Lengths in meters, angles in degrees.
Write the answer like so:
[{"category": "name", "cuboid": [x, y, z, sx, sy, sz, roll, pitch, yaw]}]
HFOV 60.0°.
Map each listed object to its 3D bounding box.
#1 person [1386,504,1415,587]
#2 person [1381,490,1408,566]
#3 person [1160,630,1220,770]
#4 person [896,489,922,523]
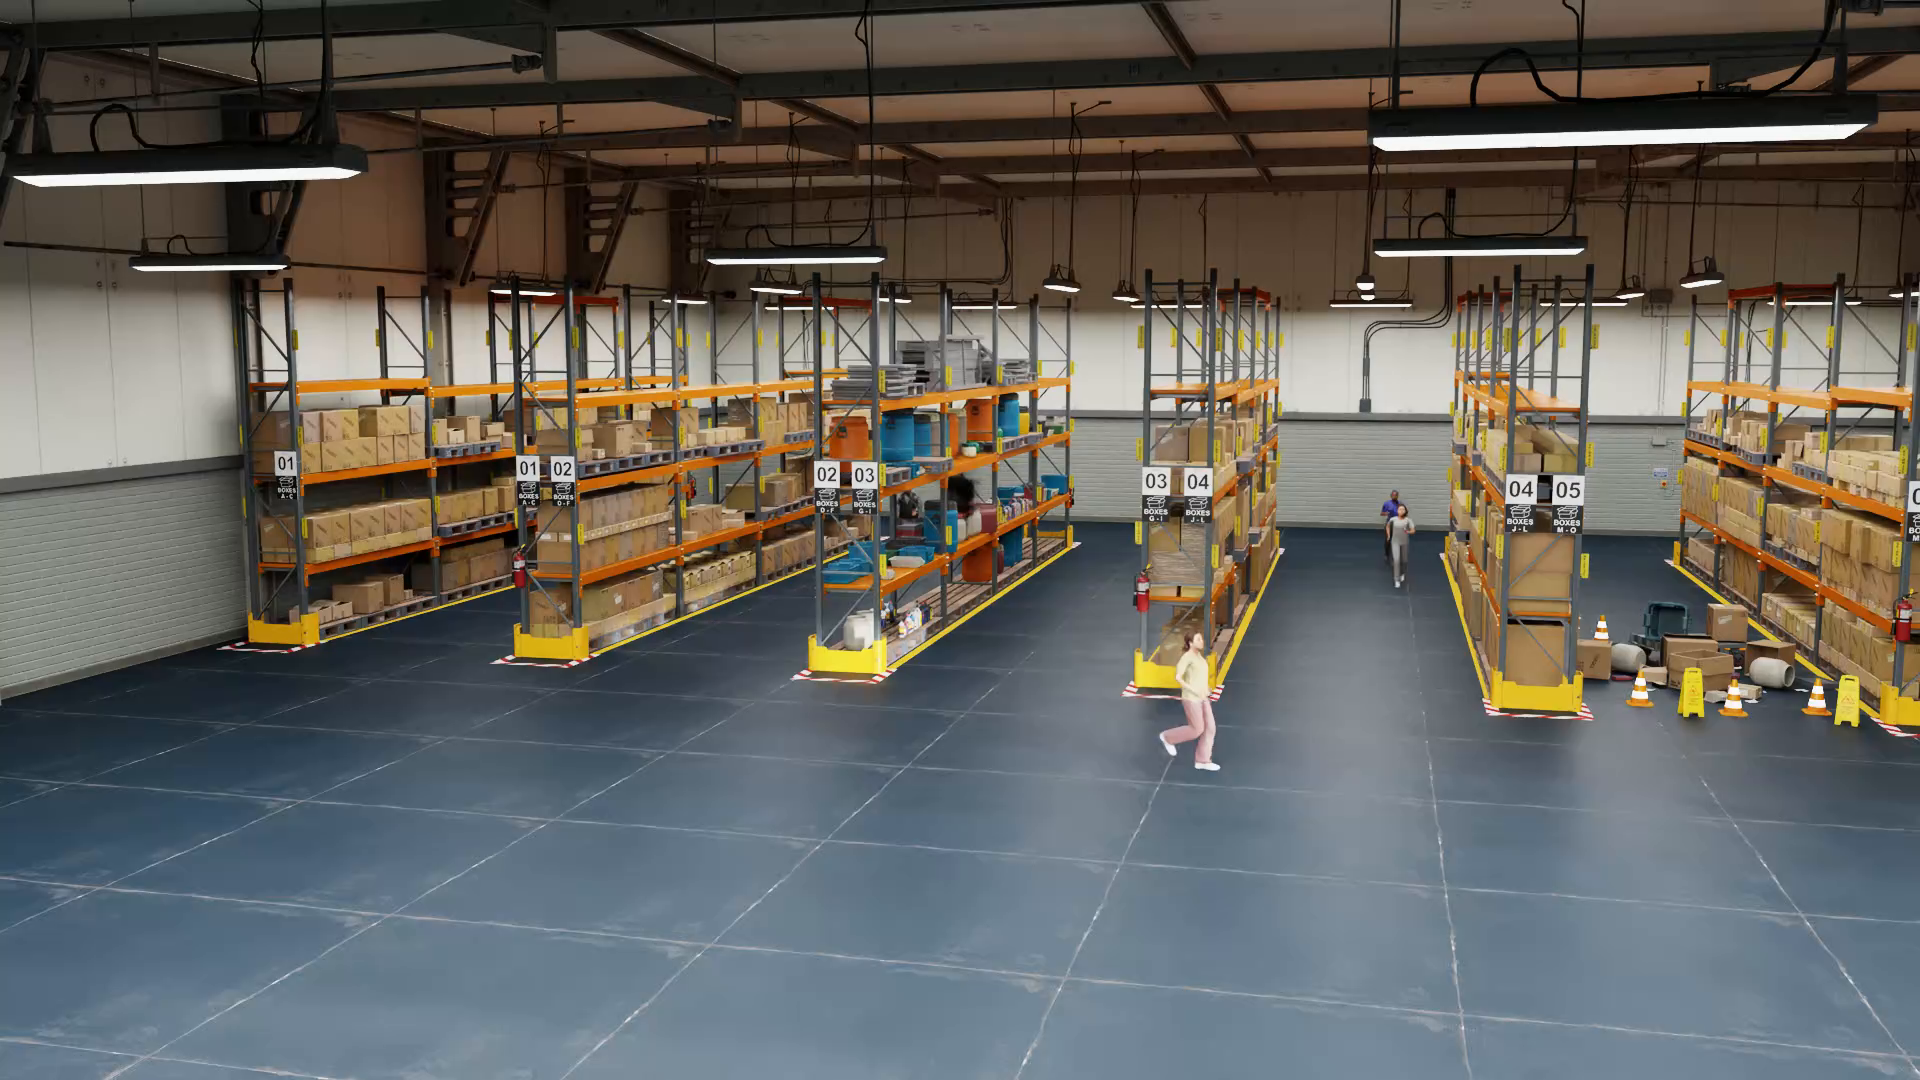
[{"category": "person", "cuboid": [8.979, 0.088, 33.914, 0.565, 1.652, 0.970, 1, 7, 11]}, {"category": "person", "cuboid": [9.691, -0.270, 37.182, 0.563, 1.706, 0.802, 2, 7, 19]}, {"category": "person", "cuboid": [2.721, 1.856, 19.491, 0.762, 1.633, 0.596, 5, 8, 34]}, {"category": "person", "cuboid": [-1.206, -0.502, 38.979, 0.652, 1.680, 0.640, 1, 7, 7]}]
